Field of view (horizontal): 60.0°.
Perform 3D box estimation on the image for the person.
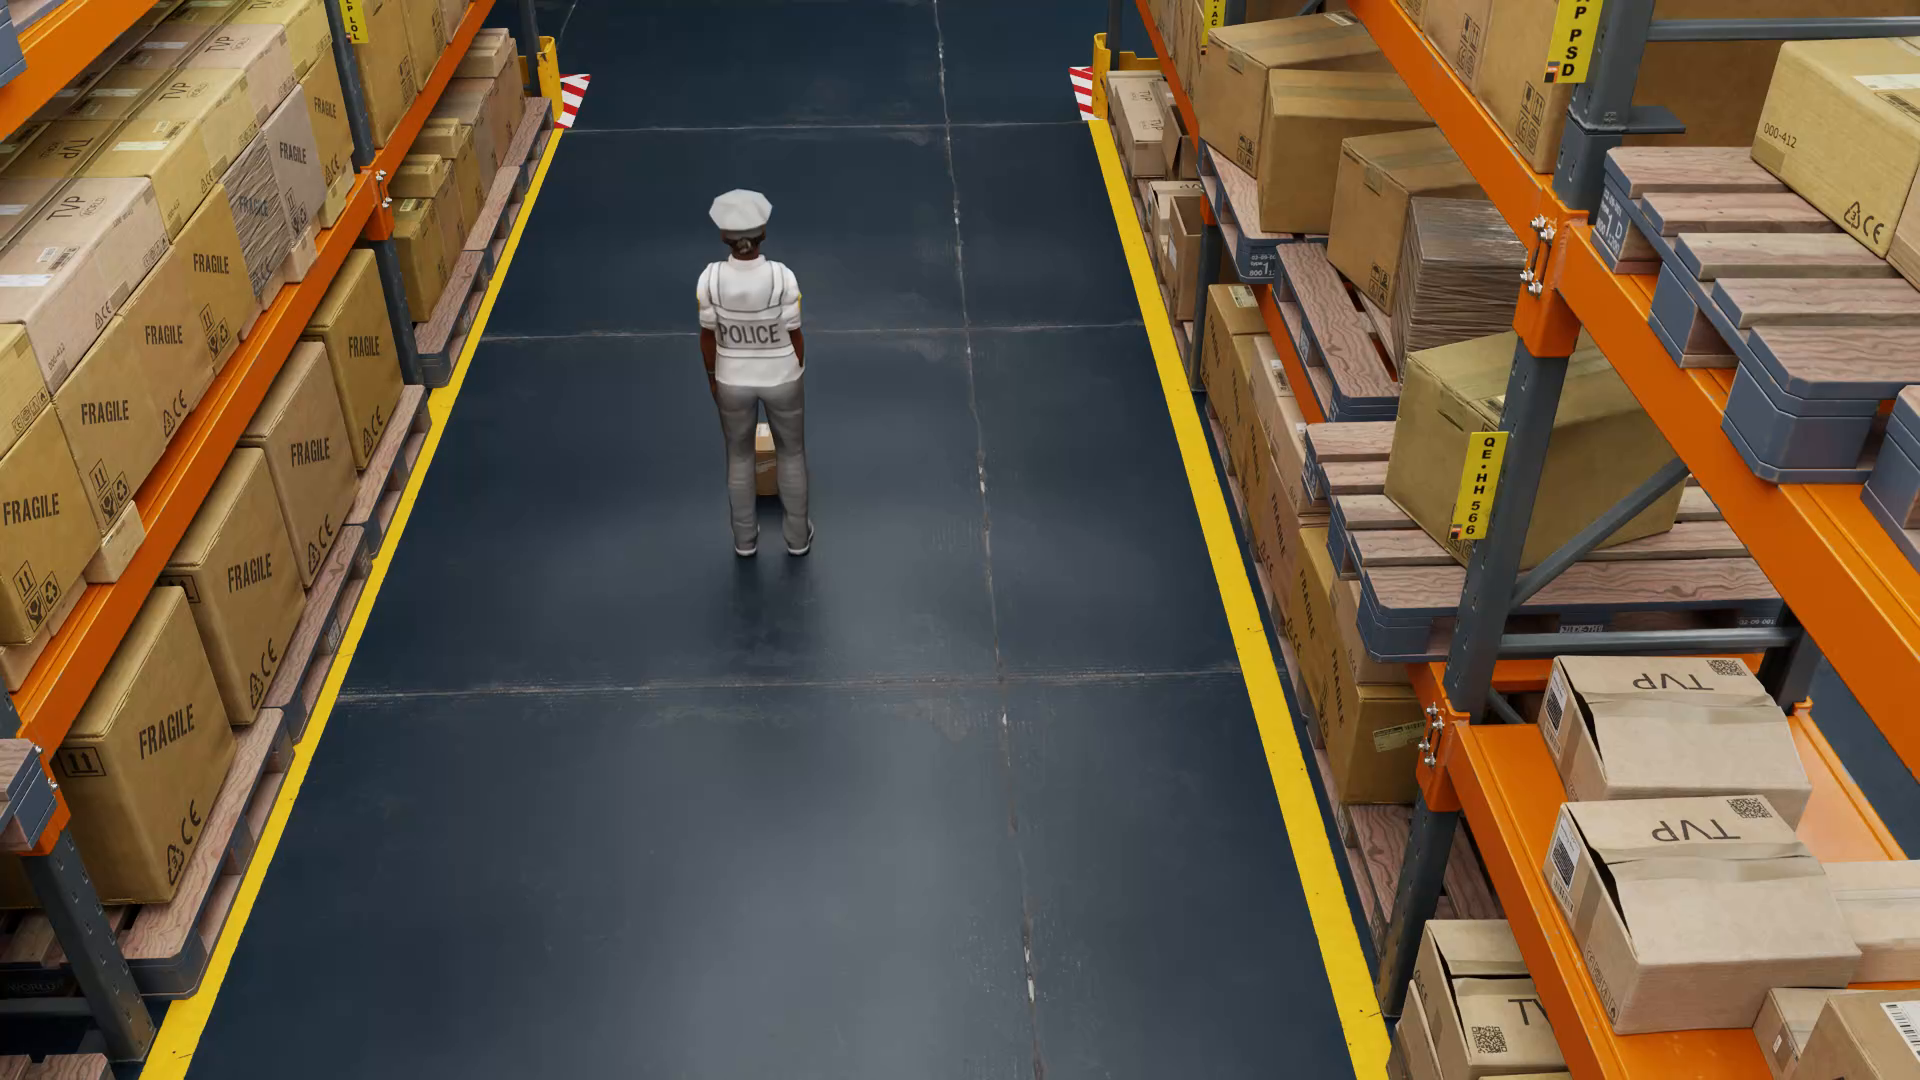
[{"bbox_3d":[-0.871,-0.680,7.098,0.437,1.671,0.341,-1,35,-1],"label":"person"}]
